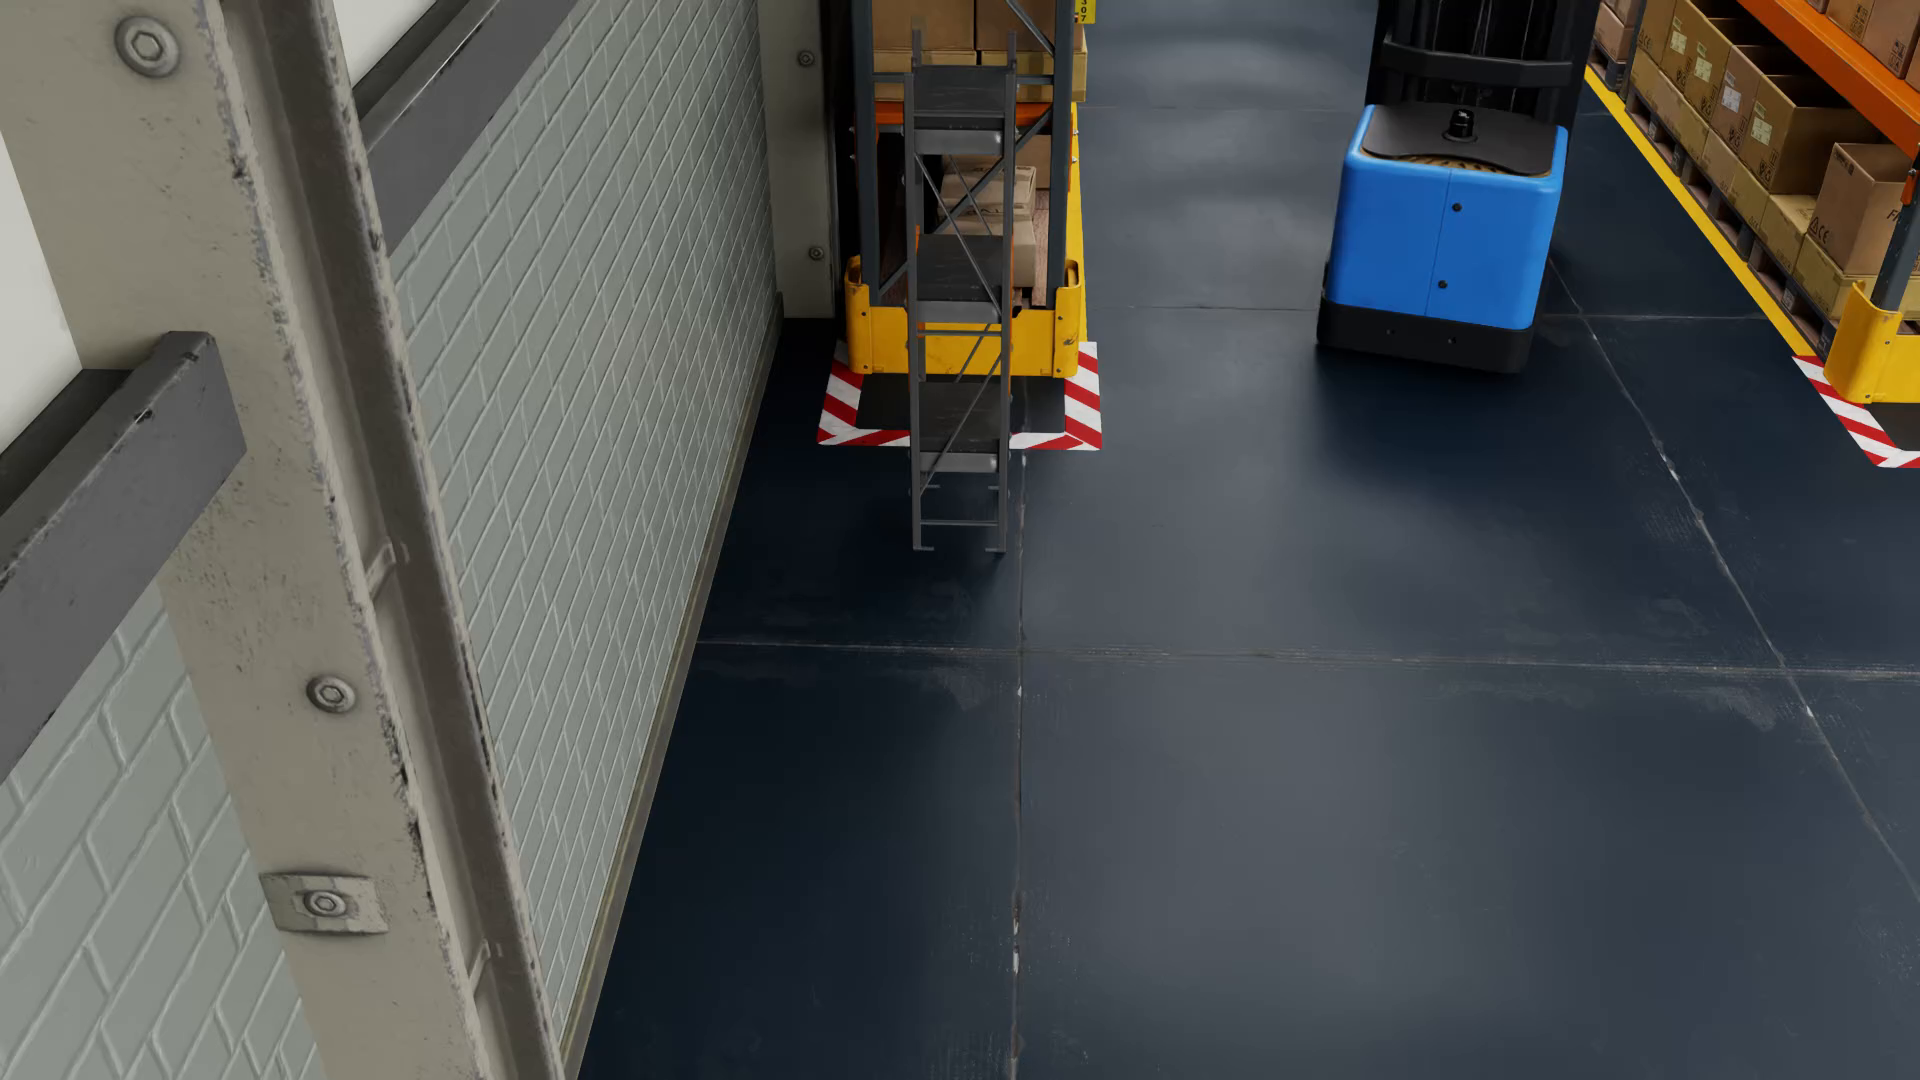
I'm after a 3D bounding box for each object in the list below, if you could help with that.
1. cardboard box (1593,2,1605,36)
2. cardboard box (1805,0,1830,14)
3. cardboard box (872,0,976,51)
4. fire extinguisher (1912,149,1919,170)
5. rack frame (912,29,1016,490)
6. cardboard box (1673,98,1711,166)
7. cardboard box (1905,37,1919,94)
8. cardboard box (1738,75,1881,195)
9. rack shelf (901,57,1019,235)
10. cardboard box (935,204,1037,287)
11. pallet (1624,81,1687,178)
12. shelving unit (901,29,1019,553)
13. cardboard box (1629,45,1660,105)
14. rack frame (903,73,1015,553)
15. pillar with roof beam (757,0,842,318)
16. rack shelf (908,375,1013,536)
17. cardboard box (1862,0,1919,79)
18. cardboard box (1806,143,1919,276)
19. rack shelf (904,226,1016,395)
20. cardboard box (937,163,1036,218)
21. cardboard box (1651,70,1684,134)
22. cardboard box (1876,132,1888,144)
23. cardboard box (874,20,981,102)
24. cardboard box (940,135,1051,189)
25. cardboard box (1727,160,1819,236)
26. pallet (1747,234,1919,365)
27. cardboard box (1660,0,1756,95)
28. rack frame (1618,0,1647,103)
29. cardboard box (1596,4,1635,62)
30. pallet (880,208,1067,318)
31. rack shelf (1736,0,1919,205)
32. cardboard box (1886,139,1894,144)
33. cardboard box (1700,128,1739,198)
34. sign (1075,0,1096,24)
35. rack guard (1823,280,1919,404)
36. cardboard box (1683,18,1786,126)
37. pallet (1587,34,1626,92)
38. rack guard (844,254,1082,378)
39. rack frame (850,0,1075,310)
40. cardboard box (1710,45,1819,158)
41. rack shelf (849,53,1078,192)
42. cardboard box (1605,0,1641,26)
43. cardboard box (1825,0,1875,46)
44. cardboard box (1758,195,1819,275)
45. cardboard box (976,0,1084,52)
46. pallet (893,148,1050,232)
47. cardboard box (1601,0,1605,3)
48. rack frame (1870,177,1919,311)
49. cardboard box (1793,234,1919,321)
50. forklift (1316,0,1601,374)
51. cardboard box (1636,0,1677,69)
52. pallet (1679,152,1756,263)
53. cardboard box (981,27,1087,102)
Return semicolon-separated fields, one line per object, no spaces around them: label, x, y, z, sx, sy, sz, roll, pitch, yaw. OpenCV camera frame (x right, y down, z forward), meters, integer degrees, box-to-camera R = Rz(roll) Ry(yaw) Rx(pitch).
cardboard box;4.874;-3.884;12.194;0.500;0.250;0.500;1;35;1
cardboard box;5.055;-3.202;9.110;0.700;0.500;0.500;2;35;3
cardboard box;-0.179;-2.645;7.866;0.500;0.500;0.500;1;35;1
fire extinguisher;4.495;-1.915;7.433;0.296;0.674;0.183;1;35;2
rack frame;0.016;-1.094;6.981;0.400;2.100;0.015;1;35;2
cardboard box;4.753;-2.515;10.246;0.500;0.250;0.500;1;35;2
cardboard box;4.996;-2.312;7.844;0.700;0.500;0.500;1;35;2
cardboard box;4.714;-2.247;9.212;0.500;0.500;0.500;1;35;2
rack shelf;0.007;-1.516;6.387;0.431;0.518;0.480;1;35;2
cardboard box;0.132;-1.591;8.861;0.500;0.311;0.500;-2;35;-3
pallet;5.051;-2.705;10.915;1.003;0.211;1.213;1;35;2
shelving unit;0.007;-0.954;6.782;0.431;2.100;0.503;1;35;2
cardboard box;4.803;-3.089;11.063;0.500;0.250;0.500;1;35;2
rack frame;-0.003;-0.814;6.582;0.400;2.100;0.015;1;35;2
pillar with roof beam;3.480;-4.893;6.386;9.100;9.000;0.400;1;35;2
rack shelf;0.007;-0.370;7.192;0.431;0.518;0.480;1;35;2
cardboard box;5.012;-2.614;8.274;0.700;0.500;0.500;2;35;3
cardboard box;4.688;-1.672;8.394;0.500;0.500;0.500;1;35;2
rack shelf;0.007;-0.943;6.789;0.431;0.518;0.480;1;35;2
cardboard box;0.155;-1.919;9.327;0.500;0.311;0.500;4;35;6
cardboard box;4.778;-2.802;10.654;0.500;0.250;0.500;1;35;2
cardboard box;5.233;-2.235;9.195;0.500;0.500;0.500;1;35;2
cardboard box;-0.161;-2.336;8.078;0.500;0.250;0.500;2;35;3
cardboard box;0.234;-2.416;9.871;0.700;0.500;0.500;-1;35;-1
cardboard box;4.717;-1.940;9.428;0.500;0.250;0.500;1;35;2
pallet;4.953;-1.303;8.920;1.003;0.211;1.213;1;35;2
cardboard box;4.781;-3.109;10.438;0.500;0.500;0.500;1;35;2
rack frame;5.125;-4.302;10.762;1.000;3.000;0.127;1;35;2
cardboard box;4.852;-3.593;11.780;0.500;0.250;0.500;1;35;1
pallet;0.085;-1.484;9.179;1.003;0.211;1.213;1;35;2
rack shelf;5.044;-2.858;9.334;1.077;0.370;4.000;1;35;2
cardboard box;5.226;-1.947;8.786;0.500;0.500;0.500;1;35;2
cardboard box;4.739;-2.227;9.837;0.500;0.250;0.500;1;35;2
sign;0.556;-2.457;7.385;0.100;0.325;0.005;1;35;2
rack guard;4.963;-0.967;8.191;1.175;0.500;0.348;1;35;2
cardboard box;4.753;-2.821;10.030;0.500;0.500;0.500;1;35;2
pallet;5.115;-3.585;12.167;1.003;0.211;1.213;1;35;2
rack guard;0.017;-1.137;8.433;1.175;0.500;0.348;1;35;2
rack frame;0.014;-2.116;7.652;1.000;3.000;0.127;1;35;2
cardboard box;4.735;-2.534;9.621;0.500;0.500;0.500;1;35;2
rack shelf;0.095;-2.970;9.494;1.077;0.370;4.000;1;35;2
cardboard box;4.855;-3.817;11.611;0.500;0.311;0.500;1;35;2
cardboard box;5.038;-2.899;8.680;0.700;0.500;0.500;2;35;2
cardboard box;4.698;-1.653;9.019;0.500;0.250;0.500;1;35;2
cardboard box;0.334;-2.637;7.854;0.500;0.500;0.500;1;35;2
pallet;0.137;-2.184;10.173;1.003;0.211;1.213;1;35;2
cardboard box;4.869;-4.116;12.037;0.500;0.311;0.500;2;35;3
rack frame;4.964;-2.003;7.492;1.000;3.000;0.127;1;35;2
cardboard box;4.690;-1.365;8.610;0.500;0.250;0.500;1;35;2
forklift;2.802;-2.875;8.792;1.130;2.935;3.031;11;37;15
cardboard box;4.793;-3.396;10.847;0.500;0.500;0.500;1;35;2
pallet;5.005;-2.002;9.915;1.003;0.211;1.213;1;35;2
cardboard box;0.351;-2.336;8.078;0.500;0.250;0.500;0;35;1
